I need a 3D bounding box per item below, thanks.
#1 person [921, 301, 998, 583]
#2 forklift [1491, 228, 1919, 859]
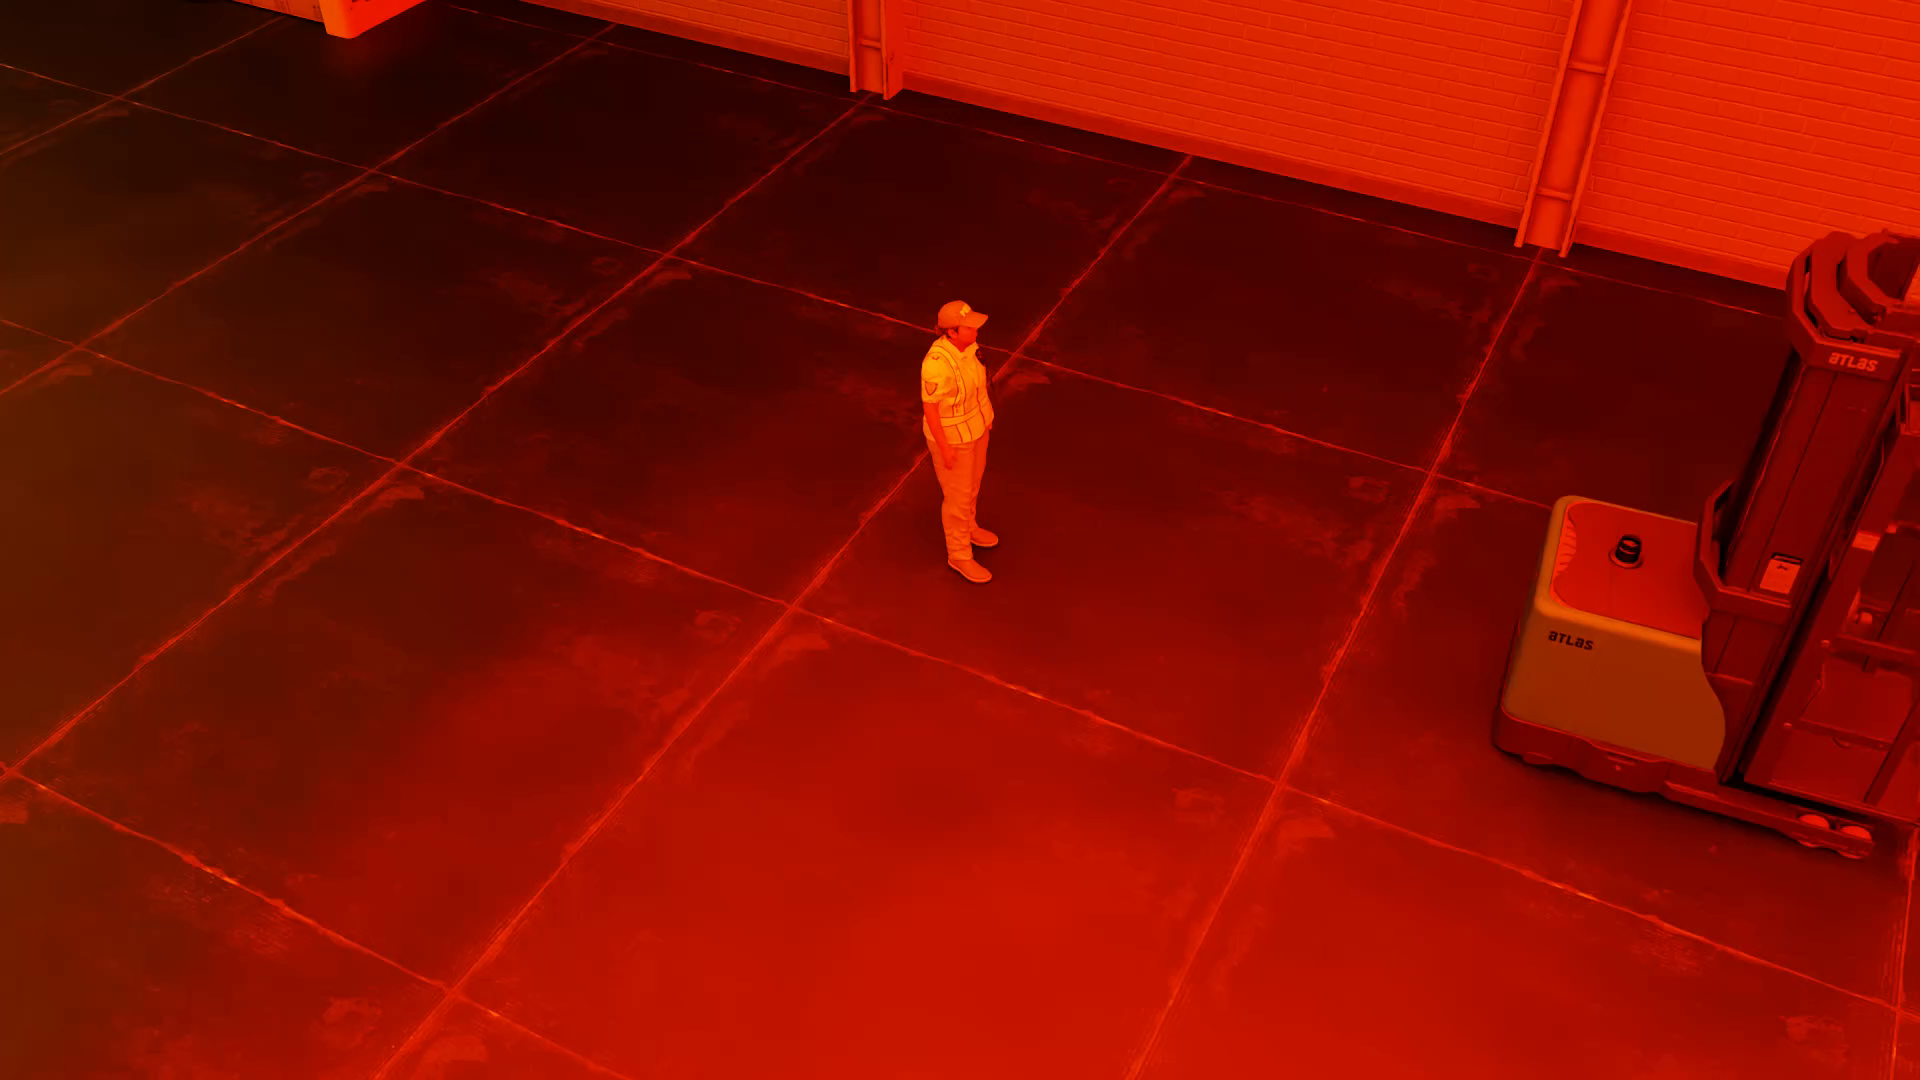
[{"bbox_3d":[0.057,-0.607,9.678,0.529,1.670,0.598,18,43,21],"label":"person"},{"bbox_3d":[4.411,0.087,7.883,3.031,2.935,1.130,15,42,17],"label":"forklift"}]
